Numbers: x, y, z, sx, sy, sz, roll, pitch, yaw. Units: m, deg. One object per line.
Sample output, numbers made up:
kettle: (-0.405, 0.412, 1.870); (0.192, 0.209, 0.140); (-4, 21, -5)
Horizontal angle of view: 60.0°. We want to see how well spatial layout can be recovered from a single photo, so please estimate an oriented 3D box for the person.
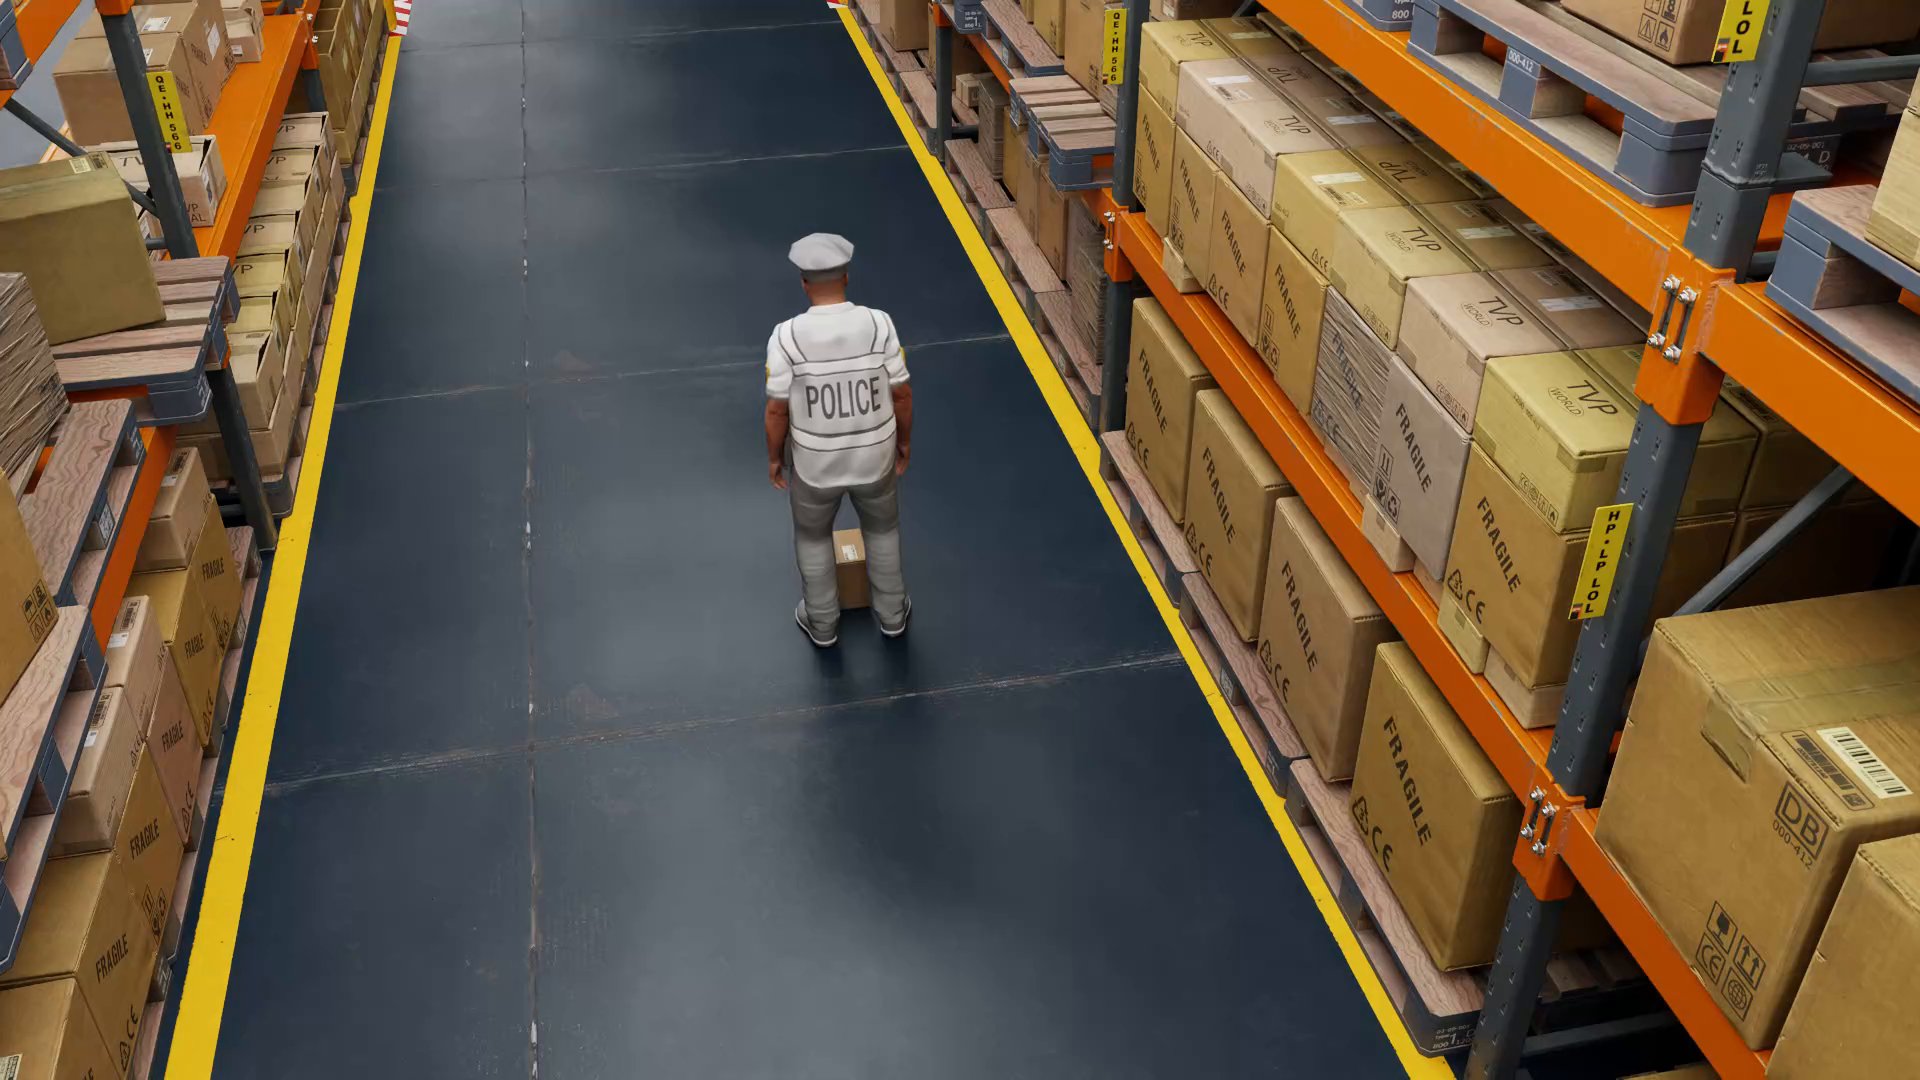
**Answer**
person: (-0.470, -0.339, 6.635); (0.581, 1.748, 0.432); (-7, 35, -11)
